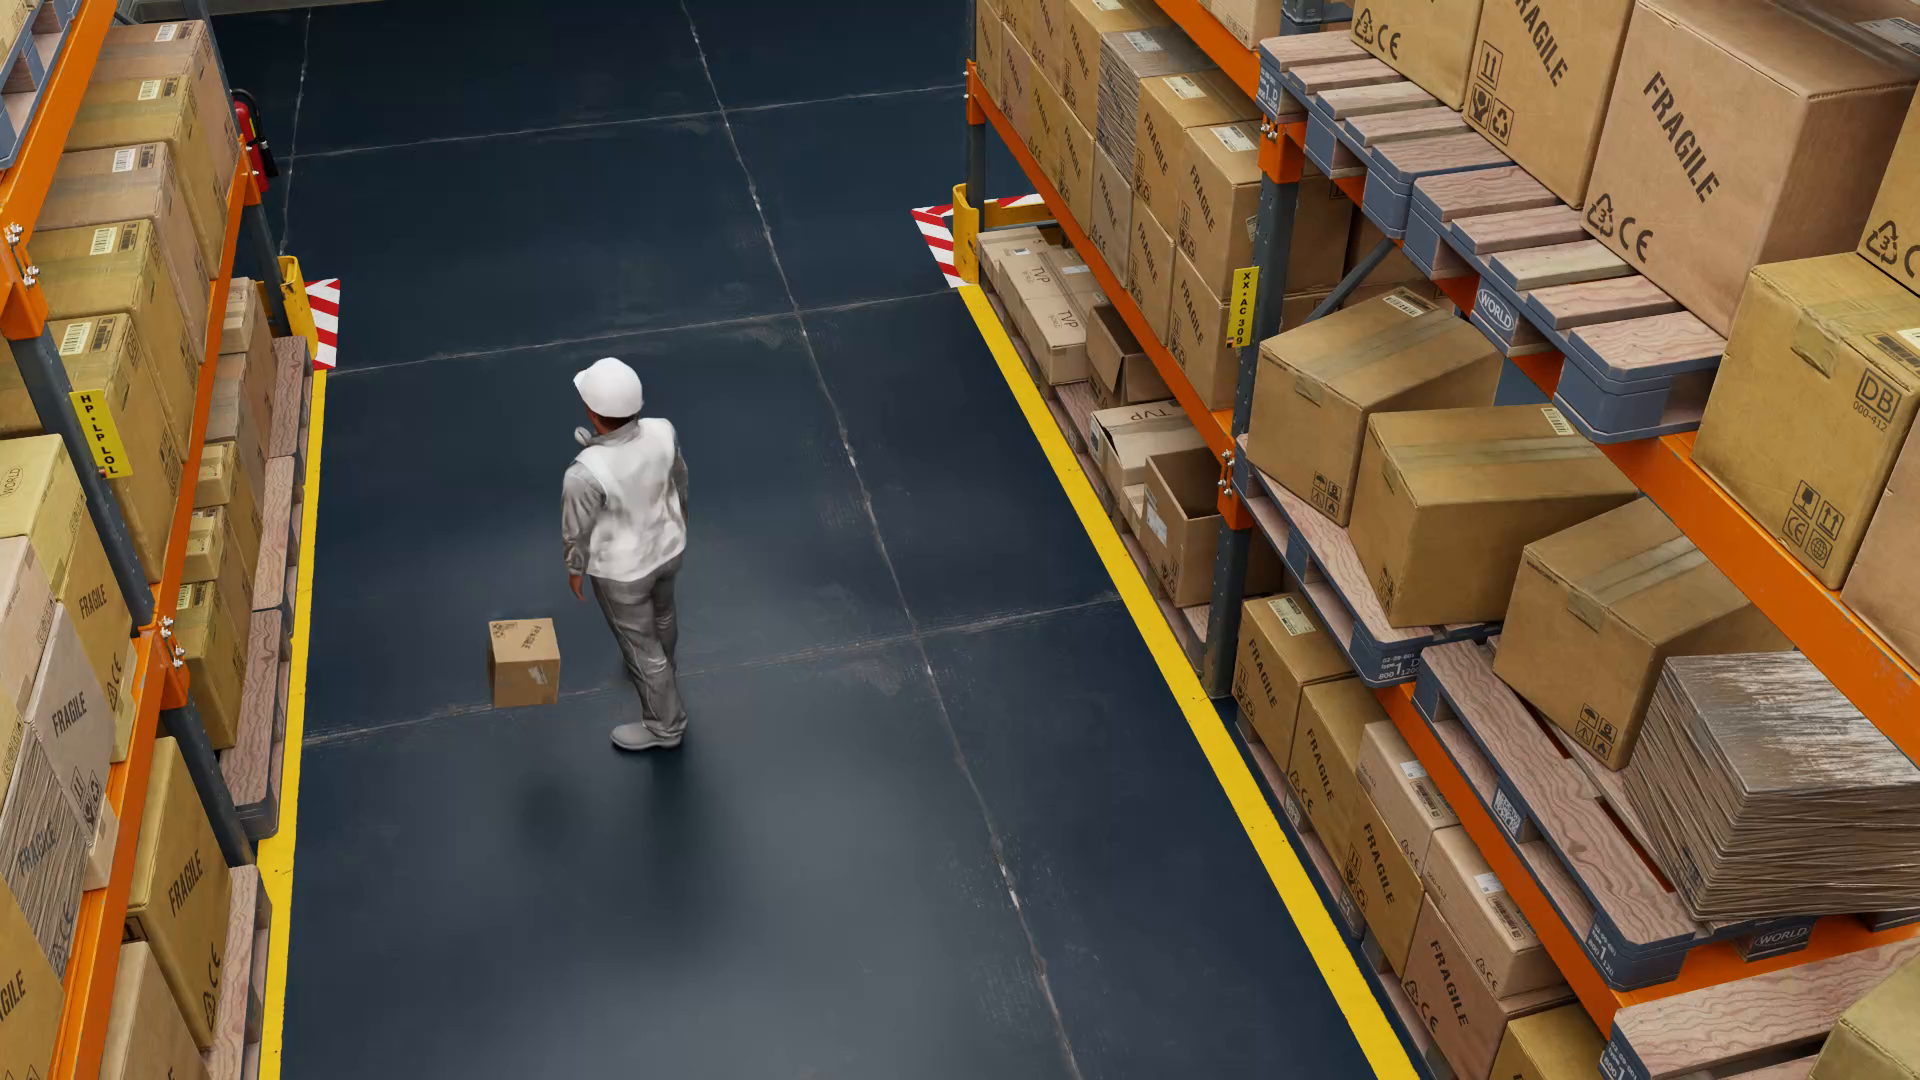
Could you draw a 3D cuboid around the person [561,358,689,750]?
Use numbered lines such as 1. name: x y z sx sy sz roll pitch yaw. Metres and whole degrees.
1. person: -1.337 0.008 6.665 0.610 1.772 0.649 26 45 29
